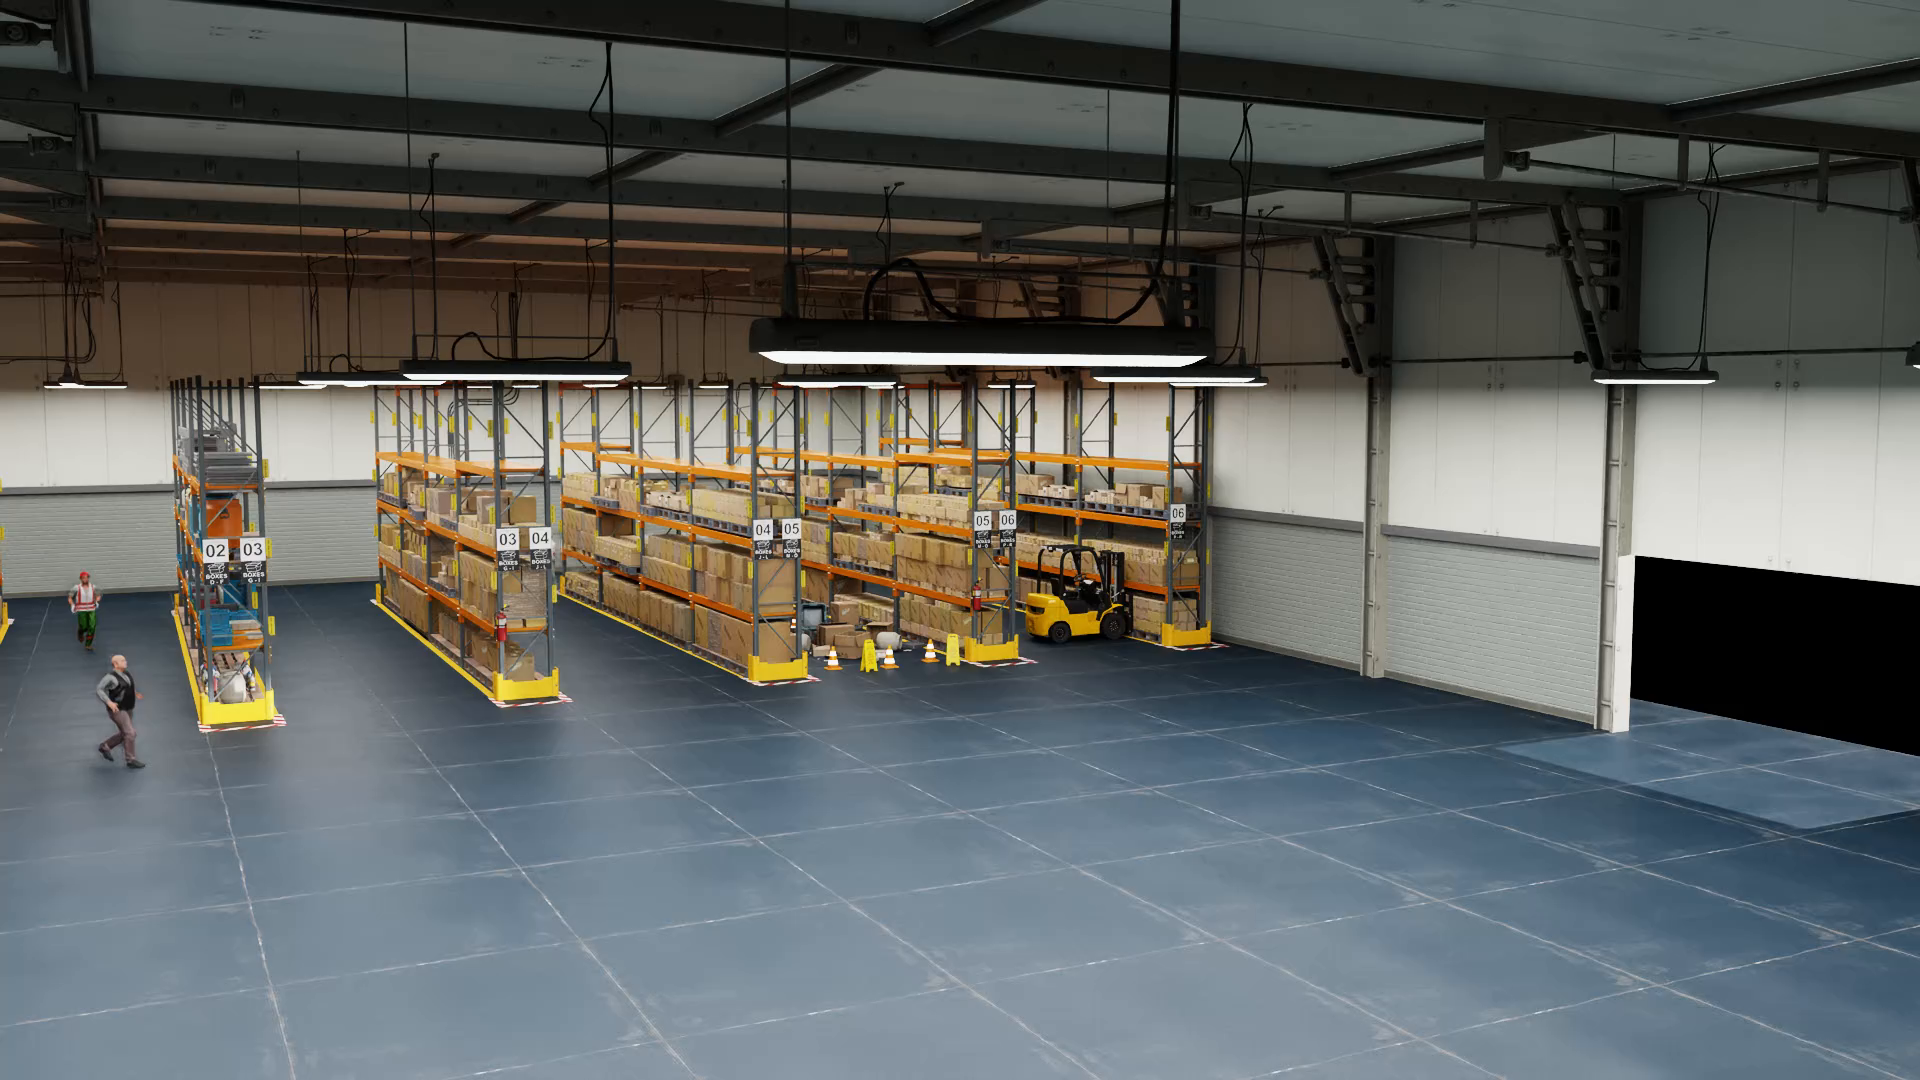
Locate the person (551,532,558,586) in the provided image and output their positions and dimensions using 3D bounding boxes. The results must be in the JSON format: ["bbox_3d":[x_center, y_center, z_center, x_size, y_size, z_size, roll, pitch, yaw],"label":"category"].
[{"bbox_3d":[-11.876,0.605,47.939,0.699,1.797,0.773,3,6,34],"label":"person"}]

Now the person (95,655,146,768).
[{"bbox_3d":[-12.841,2.612,25.377,0.822,1.724,0.671,0,5,4],"label":"person"}]

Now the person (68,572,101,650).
[{"bbox_3d":[-19.447,1.573,37.004,0.657,1.743,0.605,-4,7,-40],"label":"person"}]
